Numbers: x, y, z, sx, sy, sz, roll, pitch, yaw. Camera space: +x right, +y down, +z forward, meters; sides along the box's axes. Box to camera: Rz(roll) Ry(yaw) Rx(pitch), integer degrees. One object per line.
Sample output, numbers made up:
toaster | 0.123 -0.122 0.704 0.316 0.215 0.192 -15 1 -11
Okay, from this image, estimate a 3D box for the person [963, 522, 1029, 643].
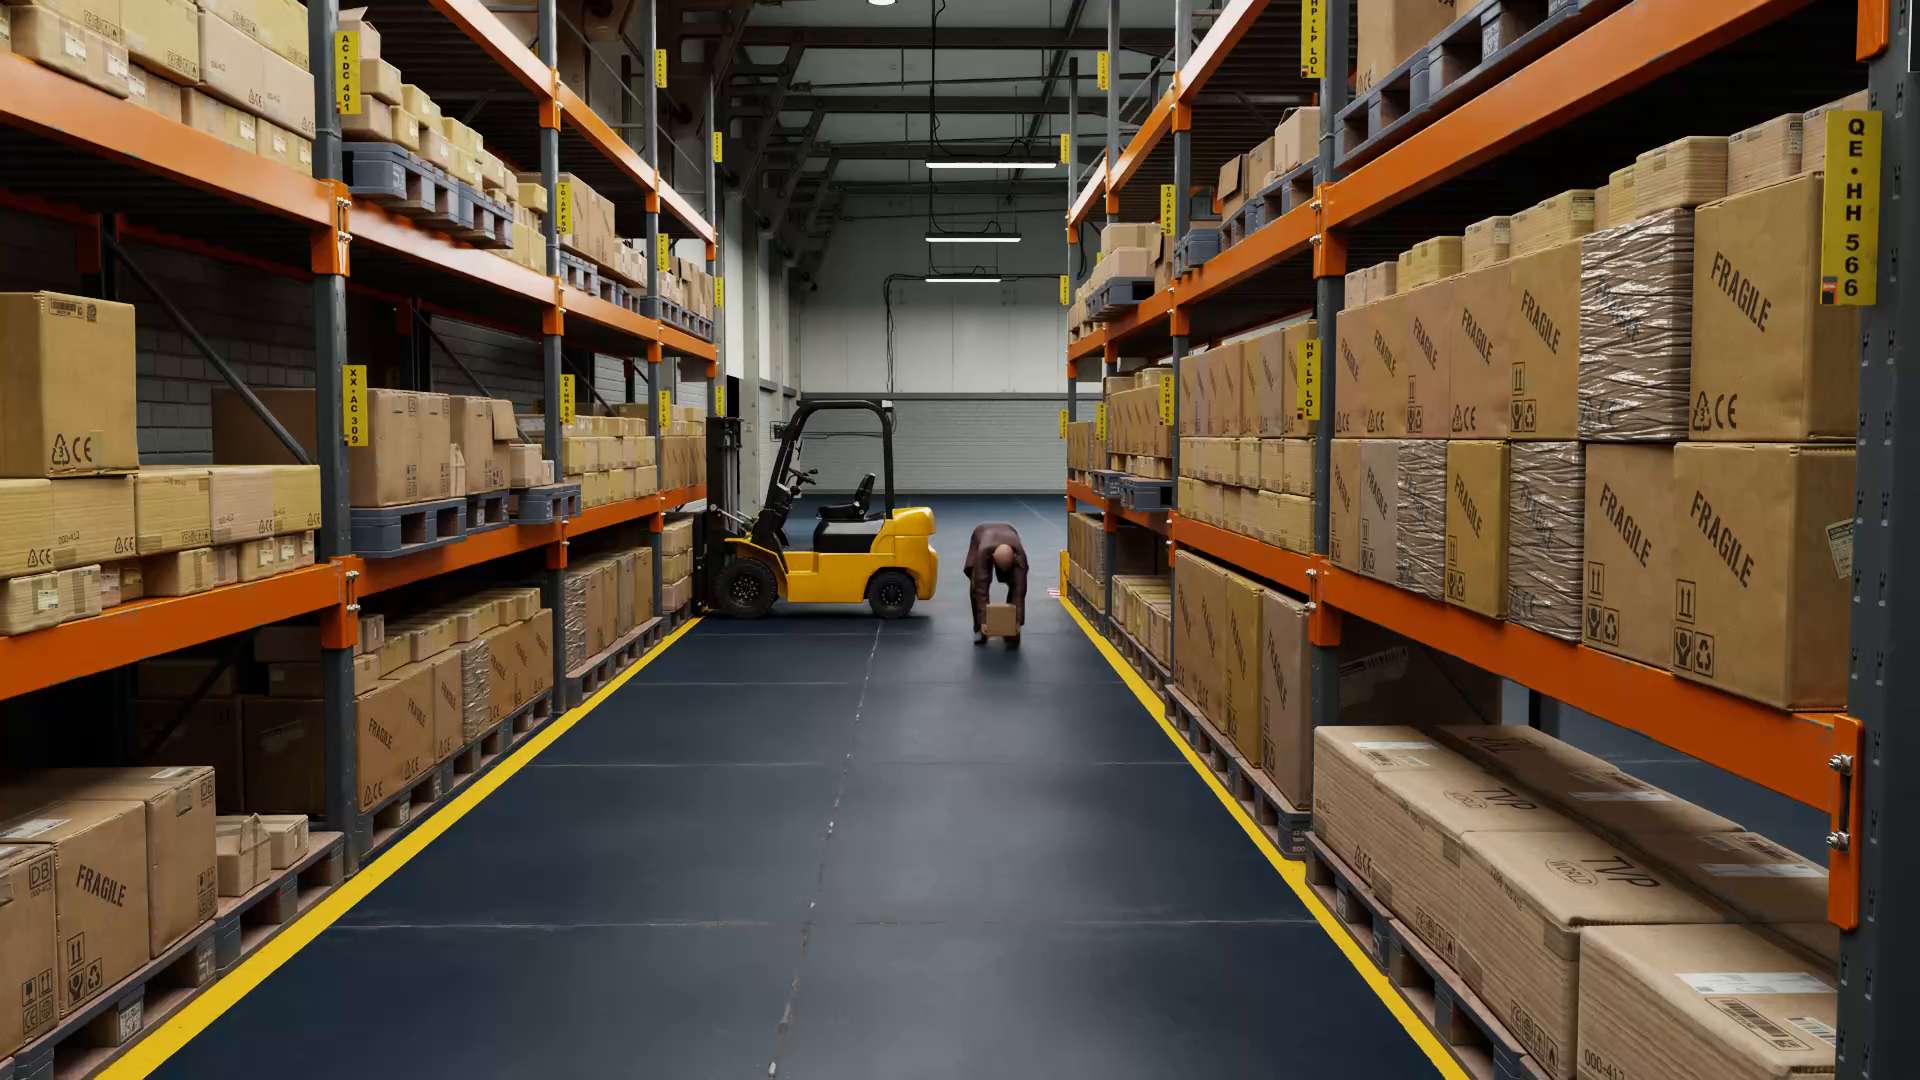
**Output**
person | 0.334 0.379 14.420 0.585 1.052 0.946 0 4 -5
